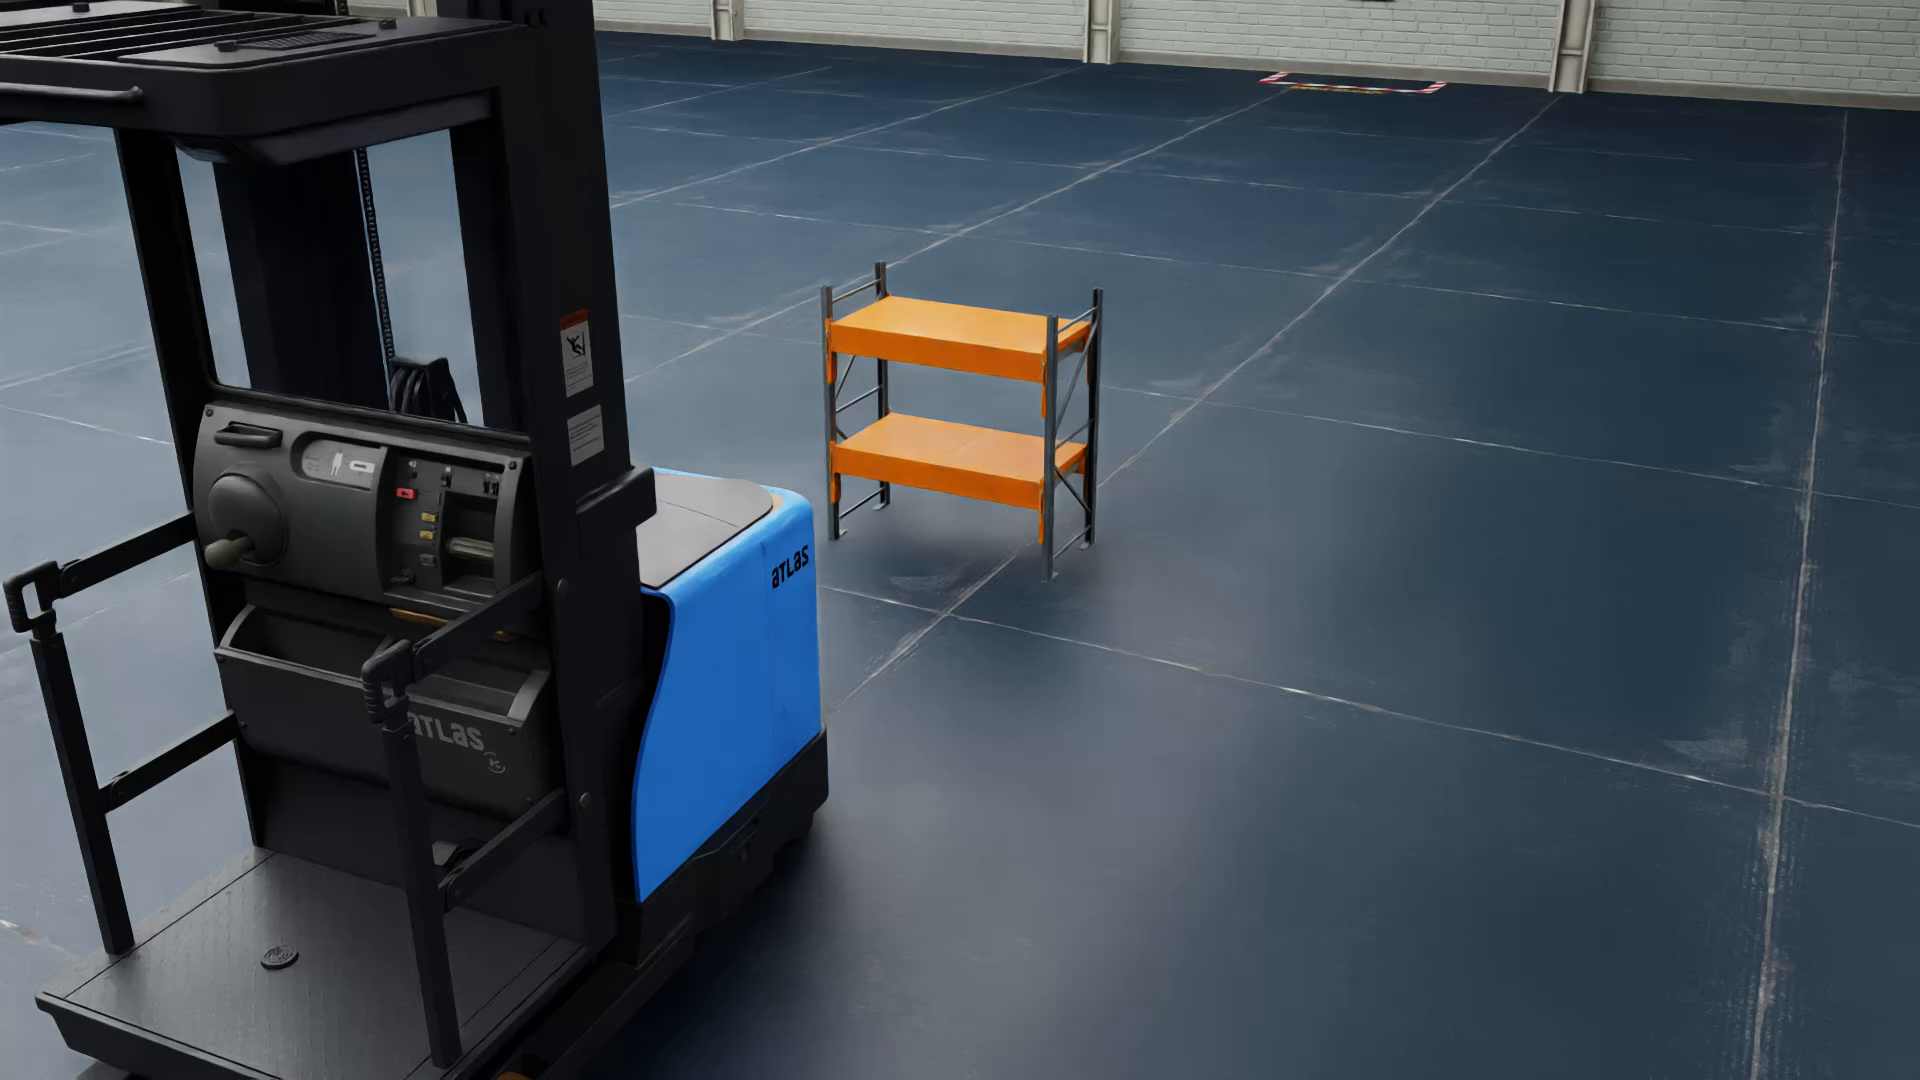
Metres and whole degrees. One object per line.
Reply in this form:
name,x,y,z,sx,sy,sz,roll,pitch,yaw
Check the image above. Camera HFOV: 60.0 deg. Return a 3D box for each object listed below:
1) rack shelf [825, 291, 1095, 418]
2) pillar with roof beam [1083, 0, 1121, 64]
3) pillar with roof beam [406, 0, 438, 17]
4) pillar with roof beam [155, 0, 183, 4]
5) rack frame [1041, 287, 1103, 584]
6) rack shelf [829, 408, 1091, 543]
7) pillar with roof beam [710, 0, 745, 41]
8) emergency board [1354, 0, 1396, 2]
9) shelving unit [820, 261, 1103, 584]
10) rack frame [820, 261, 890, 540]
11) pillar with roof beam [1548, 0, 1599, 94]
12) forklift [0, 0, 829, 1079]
rack shelf,0.006,-0.786,6.913,1.000,0.278,0.538,11,25,25
pillar with roof beam,-0.047,-9.058,17.051,0.400,9.000,9.100,11,25,25
pillar with roof beam,-10.756,-11.177,22.033,0.400,9.000,9.100,11,25,25
pillar with roof beam,-16.110,-12.236,24.525,0.400,9.000,9.100,11,25,25
rack frame,0.460,-0.427,6.816,0.032,1.125,0.500,11,25,25
rack shelf,0.006,-0.291,7.123,1.000,0.278,0.538,11,25,25
pillar with roof beam,-5.401,-10.118,19.542,0.400,9.000,9.100,11,25,25
emergency board,5.063,-7.199,20.345,0.626,1.169,0.157,11,25,25
shelving unit,0.006,-0.516,7.027,1.048,1.125,0.538,11,25,25
rack frame,-0.448,-0.606,7.238,0.032,1.125,0.500,11,25,25
pillar with roof beam,5.308,-7.999,14.560,0.400,9.000,9.100,11,25,25
forklift,-1.469,-0.049,3.621,1.130,2.935,3.031,10,25,22
